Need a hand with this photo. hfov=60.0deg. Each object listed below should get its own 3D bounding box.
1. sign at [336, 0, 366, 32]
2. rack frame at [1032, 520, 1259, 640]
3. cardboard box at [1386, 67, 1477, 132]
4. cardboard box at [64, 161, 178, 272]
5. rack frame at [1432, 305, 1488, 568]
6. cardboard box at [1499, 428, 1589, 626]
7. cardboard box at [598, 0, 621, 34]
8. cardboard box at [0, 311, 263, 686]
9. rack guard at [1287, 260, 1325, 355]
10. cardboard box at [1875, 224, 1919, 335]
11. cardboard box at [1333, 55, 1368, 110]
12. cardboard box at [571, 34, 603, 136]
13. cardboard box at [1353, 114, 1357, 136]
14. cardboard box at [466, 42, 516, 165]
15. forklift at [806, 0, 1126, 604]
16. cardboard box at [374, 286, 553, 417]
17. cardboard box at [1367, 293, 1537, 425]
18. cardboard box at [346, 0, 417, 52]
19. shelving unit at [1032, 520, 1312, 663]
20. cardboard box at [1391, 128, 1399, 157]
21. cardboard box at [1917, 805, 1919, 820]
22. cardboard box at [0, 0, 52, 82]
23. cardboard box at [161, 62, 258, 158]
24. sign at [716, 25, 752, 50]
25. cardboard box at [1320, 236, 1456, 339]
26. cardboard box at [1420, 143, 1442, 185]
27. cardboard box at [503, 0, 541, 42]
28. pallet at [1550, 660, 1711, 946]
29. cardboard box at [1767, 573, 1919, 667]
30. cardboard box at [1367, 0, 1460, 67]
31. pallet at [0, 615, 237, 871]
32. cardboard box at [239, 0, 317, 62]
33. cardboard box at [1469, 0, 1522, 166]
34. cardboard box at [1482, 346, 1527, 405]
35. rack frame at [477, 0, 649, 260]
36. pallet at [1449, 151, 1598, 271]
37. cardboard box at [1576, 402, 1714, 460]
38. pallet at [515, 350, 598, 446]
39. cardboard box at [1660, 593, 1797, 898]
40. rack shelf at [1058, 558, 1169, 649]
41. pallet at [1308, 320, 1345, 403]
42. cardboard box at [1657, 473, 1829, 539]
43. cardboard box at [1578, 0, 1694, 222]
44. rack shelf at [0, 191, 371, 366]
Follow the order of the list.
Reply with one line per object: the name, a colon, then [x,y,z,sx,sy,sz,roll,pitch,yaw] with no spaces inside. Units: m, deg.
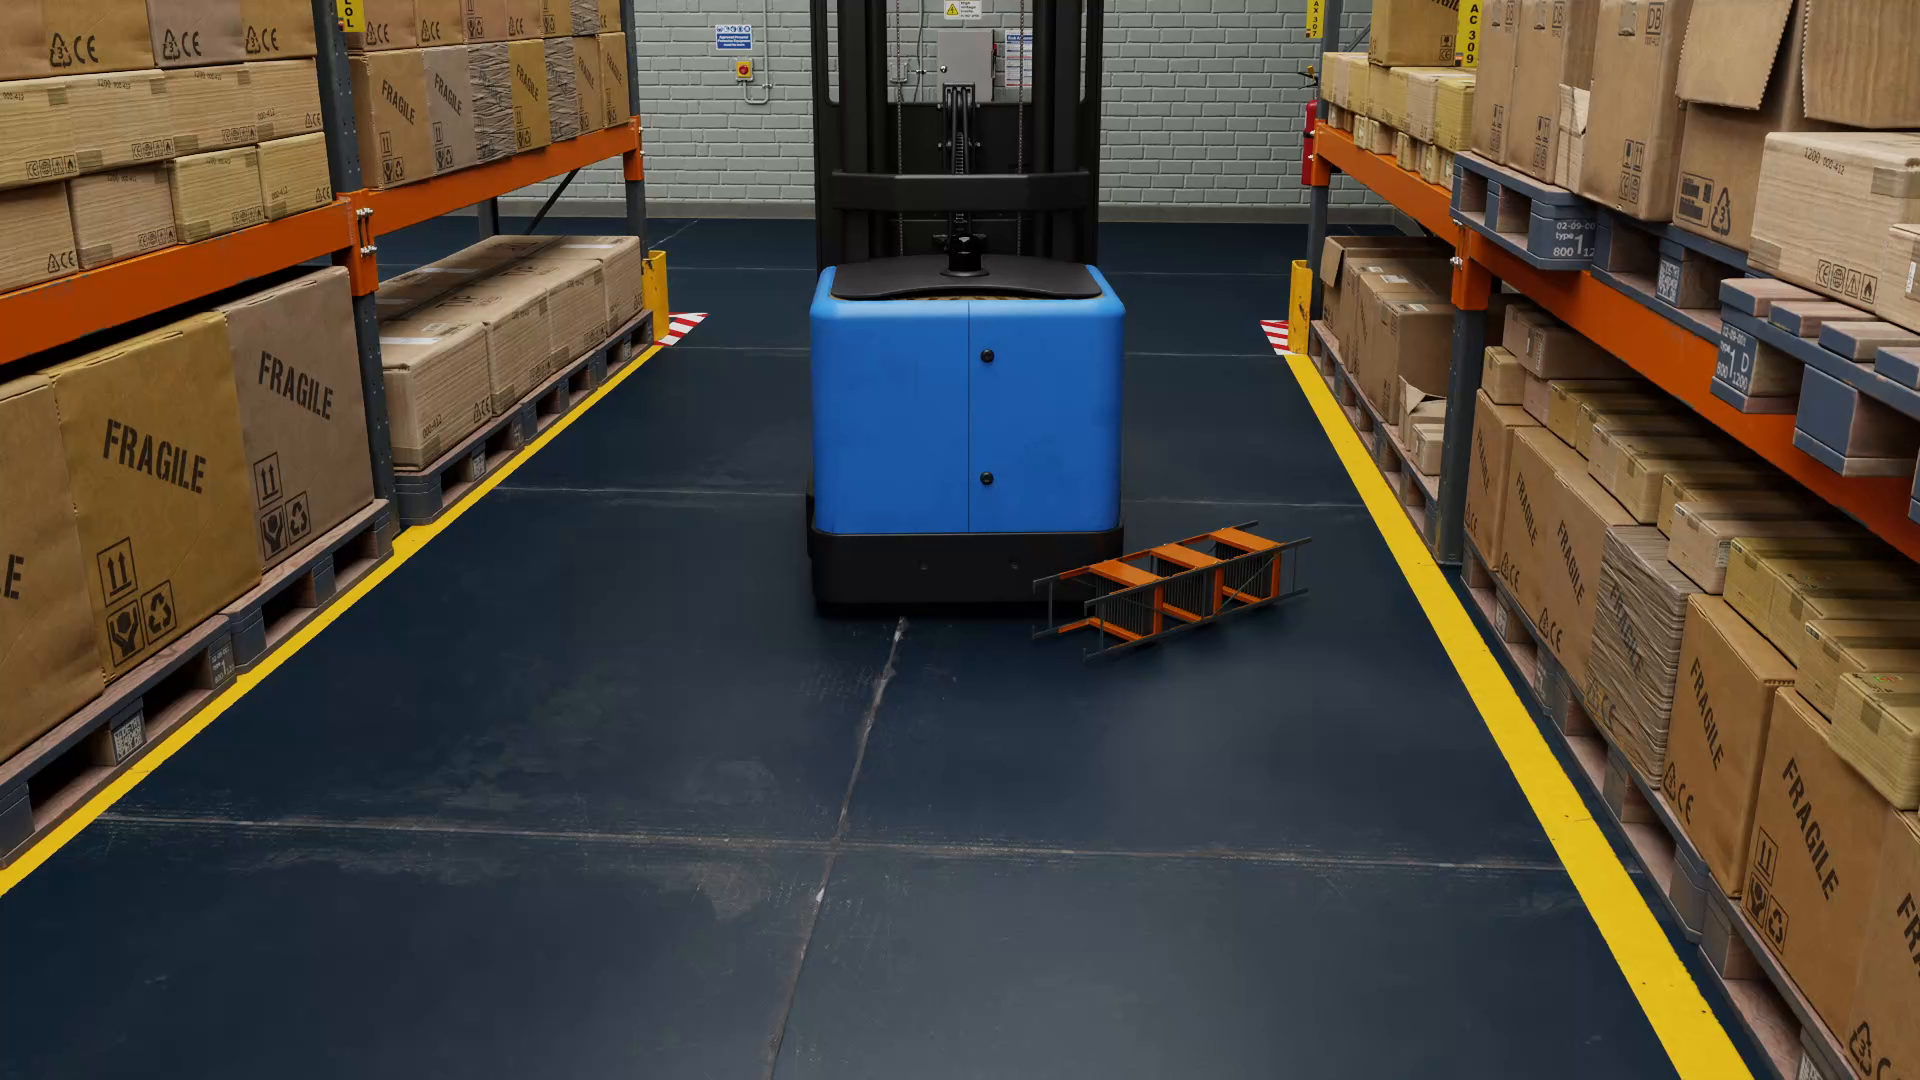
sign: [-2.146,-1.947,5.816,0.100,0.325,0.005,1,18,4]
rack frame: [0.648,0.126,5.646,1.050,0.200,0.008,-14,23,-36]
cardboard box: [2.127,-1.878,7.101,0.500,0.250,0.500,1,18,4]
cardboard box: [-2.561,-0.913,4.633,0.500,0.250,0.500,1,18,2]
rack frame: [2.263,-1.334,5.677,1.000,3.000,0.127,1,18,4]
cardboard box: [1.976,-0.035,5.052,0.500,0.500,0.500,1,18,3]
cardboard box: [-2.198,-3.054,9.158,0.500,0.500,0.500,2,18,6]
cardboard box: [-2.710,-0.158,4.827,0.875,0.875,0.875,2,18,6]
rack guard: [2.545,-1.365,9.786,1.175,0.500,0.348,1,18,4]
cardboard box: [1.641,-0.384,2.508,0.380,0.149,0.250,2,18,5]
cardboard box: [2.213,-2.355,8.556,0.500,0.250,0.500,1,18,5]
cardboard box: [-2.223,-2.422,8.837,0.500,0.500,0.500,1,18,3]
cardboard box: [2.217,-2.121,8.483,0.380,0.149,0.250,2,18,6]
cardboard box: [-2.311,-1.942,7.371,0.500,0.500,0.500,1,18,4]
forklift: [-0.021,-1.588,6.561,1.130,2.935,3.031,-1,18,-2]
cardboard box: [-2.472,-0.896,7.782,0.875,0.438,0.875,1,18,2]
cardboard box: [2.237,-0.813,7.427,0.700,0.500,0.500,1,18,2]
cardboard box: [-2.412,-2.109,6.275,0.500,0.500,0.500,1,18,4]
shelving unit: [0.723,0.155,5.555,1.050,0.215,0.252,-14,23,-36]
cardboard box: [2.163,-1.798,7.497,0.380,0.149,0.250,1,18,4]
cardboard box: [1.759,0.429,2.594,0.380,0.149,0.250,0,18,1]
cardboard box: [-2.577,-1.343,3.938,0.500,0.500,0.500,2,18,5]
cardboard box: [-2.505,-1.312,5.048,0.500,0.250,0.500,2,18,5]
sign: [-2.064,-4.586,15.168,0.327,0.218,0.001,1,18,4]
cardboard box: [2.412,-1.402,9.218,0.797,0.503,0.637,1,18,2]
cardboard box: [2.026,-1.482,6.532,0.380,0.149,0.250,2,18,5]
cardboard box: [-2.283,-2.581,7.716,0.500,0.500,0.500,1,18,4]
pallet: [2.158,0.625,4.178,1.003,0.211,1.213,1,18,4]
cardboard box: [1.875,0.182,3.348,0.380,0.149,0.250,2,18,6]
cardboard box: [2.142,-2.402,7.495,0.500,0.500,0.500,2,18,5]
pallet: [-2.753,0.503,4.550,1.003,0.211,1.213,1,18,4]
cardboard box: [-2.469,-1.822,5.400,0.500,0.500,0.500,2,18,6]
cardboard box: [2.006,-1.436,5.153,0.700,0.500,0.500,2,18,5]
cardboard box: [1.972,-0.548,5.578,0.380,0.149,0.250,2,18,7]
rack frame: [-2.401,-2.686,9.803,1.000,3.000,0.127,1,18,4]
pallet: [2.097,-0.997,4.957,1.003,0.211,1.213,1,18,4]
cardboard box: [2.016,-0.295,4.805,0.380,0.149,0.250,1,18,3]
pallet: [-2.470,-0.733,8.321,1.003,0.211,1.213,1,18,4]
cardboard box: [1.874,0.443,3.595,0.500,0.500,0.500,2,18,6]
rack shelf: [0.496,0.211,5.386,0.259,0.215,0.240,-14,23,-36]
pallet: [2.488,-0.980,9.075,1.003,0.211,1.213,1,18,4]
cardboard box: [1.951,-0.057,4.078,0.380,0.149,0.250,1,18,4]
cardboard box: [1.912,-1.031,3.918,0.700,0.500,0.500,1,18,4]
rack shelf: [-2.831,-0.481,4.228,1.077,0.370,4.000,1,18,4]
